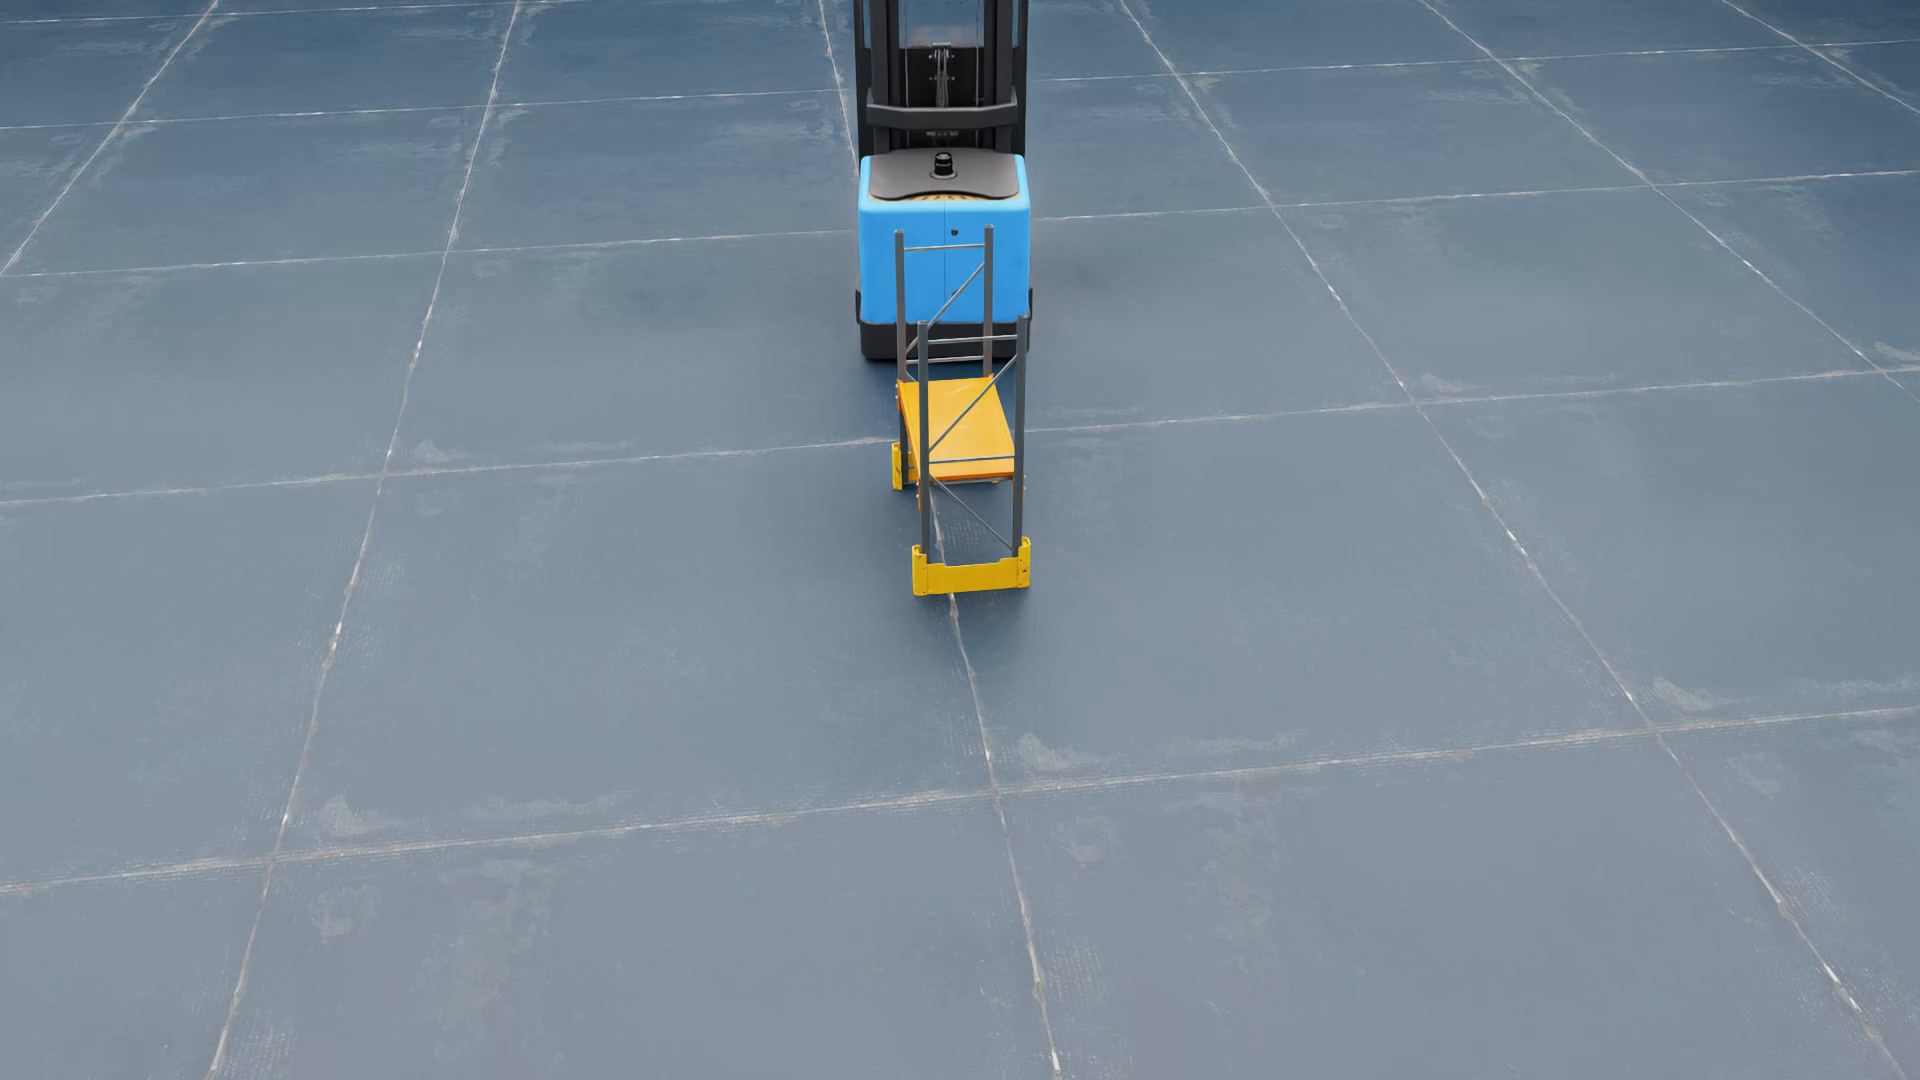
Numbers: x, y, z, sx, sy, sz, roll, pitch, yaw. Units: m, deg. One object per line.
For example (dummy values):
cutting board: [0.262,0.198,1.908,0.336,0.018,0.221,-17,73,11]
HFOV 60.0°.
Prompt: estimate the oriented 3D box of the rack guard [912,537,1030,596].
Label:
rack guard: [0.057,0.132,8.334,0.587,0.250,0.087,-4,35,-6]

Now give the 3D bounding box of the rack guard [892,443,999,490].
rack guard: [-0.077,-0.424,9.150,0.587,0.250,0.087,-4,35,-6]

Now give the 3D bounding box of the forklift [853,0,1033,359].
forklift: [-0.125,-3.128,10.737,1.130,2.935,3.031,-1,34,-1]

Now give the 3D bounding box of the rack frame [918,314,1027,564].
rack frame: [0.057,-0.384,7.981,0.500,1.500,0.032,-4,35,-6]

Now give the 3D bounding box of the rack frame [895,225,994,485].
rack frame: [-0.080,-0.951,8.814,0.500,1.500,0.032,-4,35,-6]

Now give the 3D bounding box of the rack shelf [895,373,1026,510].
rack shelf: [-0.011,-0.519,8.499,0.538,0.185,1.000,-4,35,-6]

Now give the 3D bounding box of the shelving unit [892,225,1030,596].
shelving unit: [-0.010,-0.662,8.390,0.587,1.500,1.083,-4,35,-6]
